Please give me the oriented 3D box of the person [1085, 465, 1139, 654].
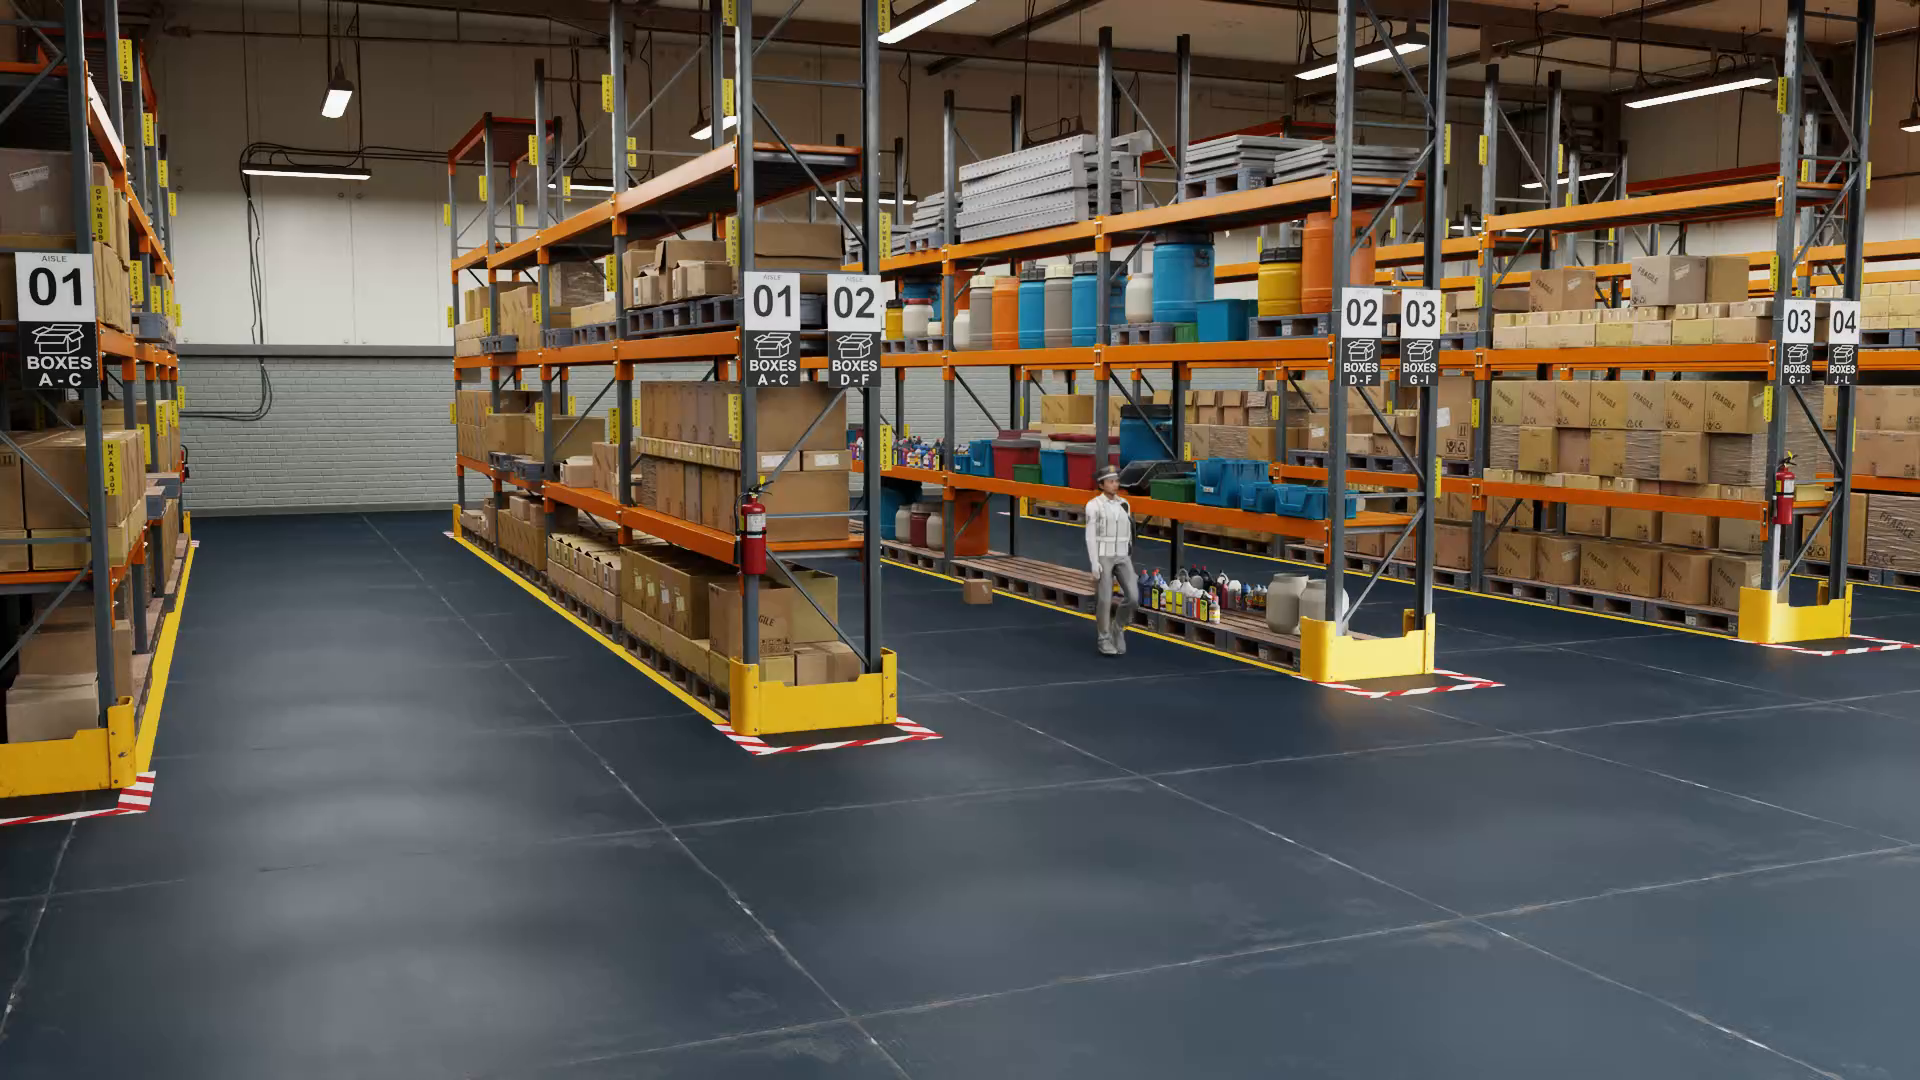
[{"bbox_3d":[1.340,0.183,14.795,0.459,1.702,0.432,-2,6,-20],"label":"person"}]
